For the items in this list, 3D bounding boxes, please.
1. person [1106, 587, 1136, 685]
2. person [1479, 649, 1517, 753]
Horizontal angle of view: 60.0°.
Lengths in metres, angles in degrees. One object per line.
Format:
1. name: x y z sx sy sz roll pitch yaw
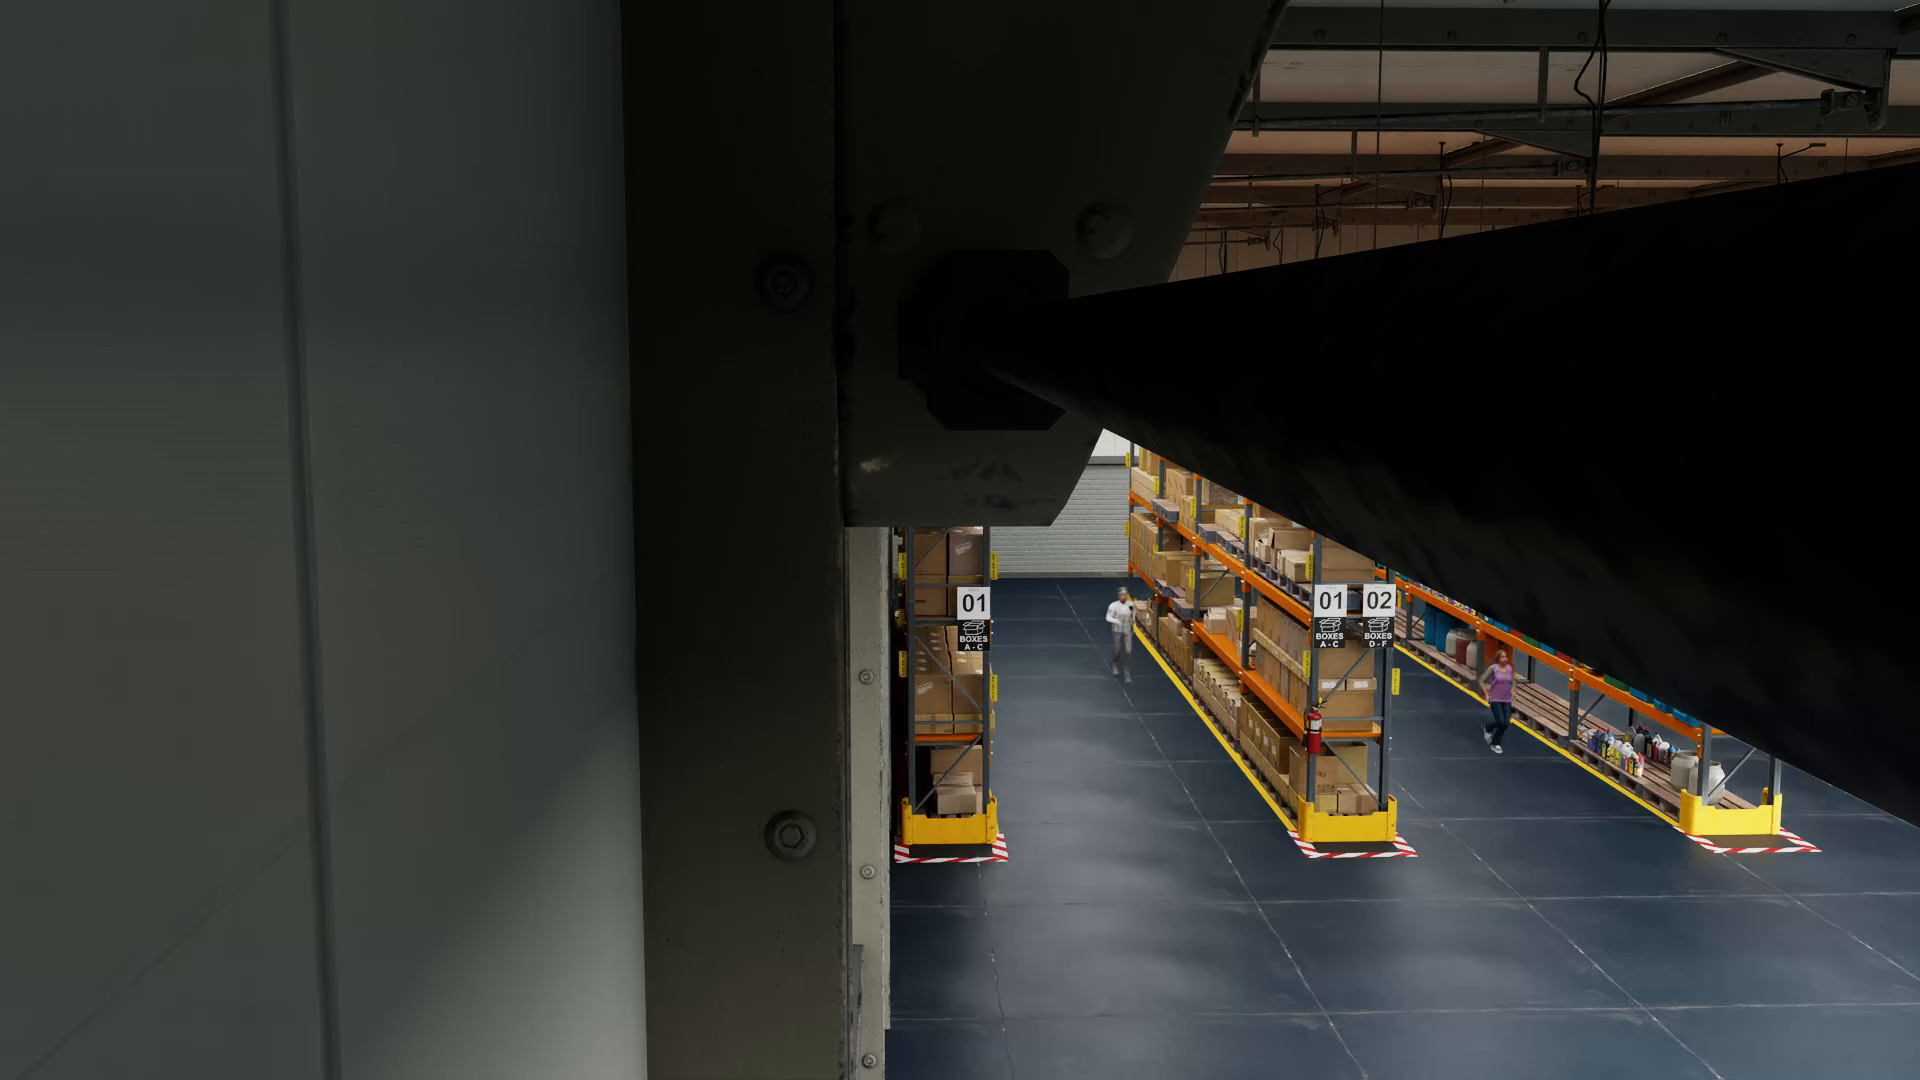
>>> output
1. person: 2.883 1.669 29.869 0.536 1.719 0.857 0 7 -1
2. person: 8.036 2.404 24.729 0.531 1.557 0.539 -1 7 -9
